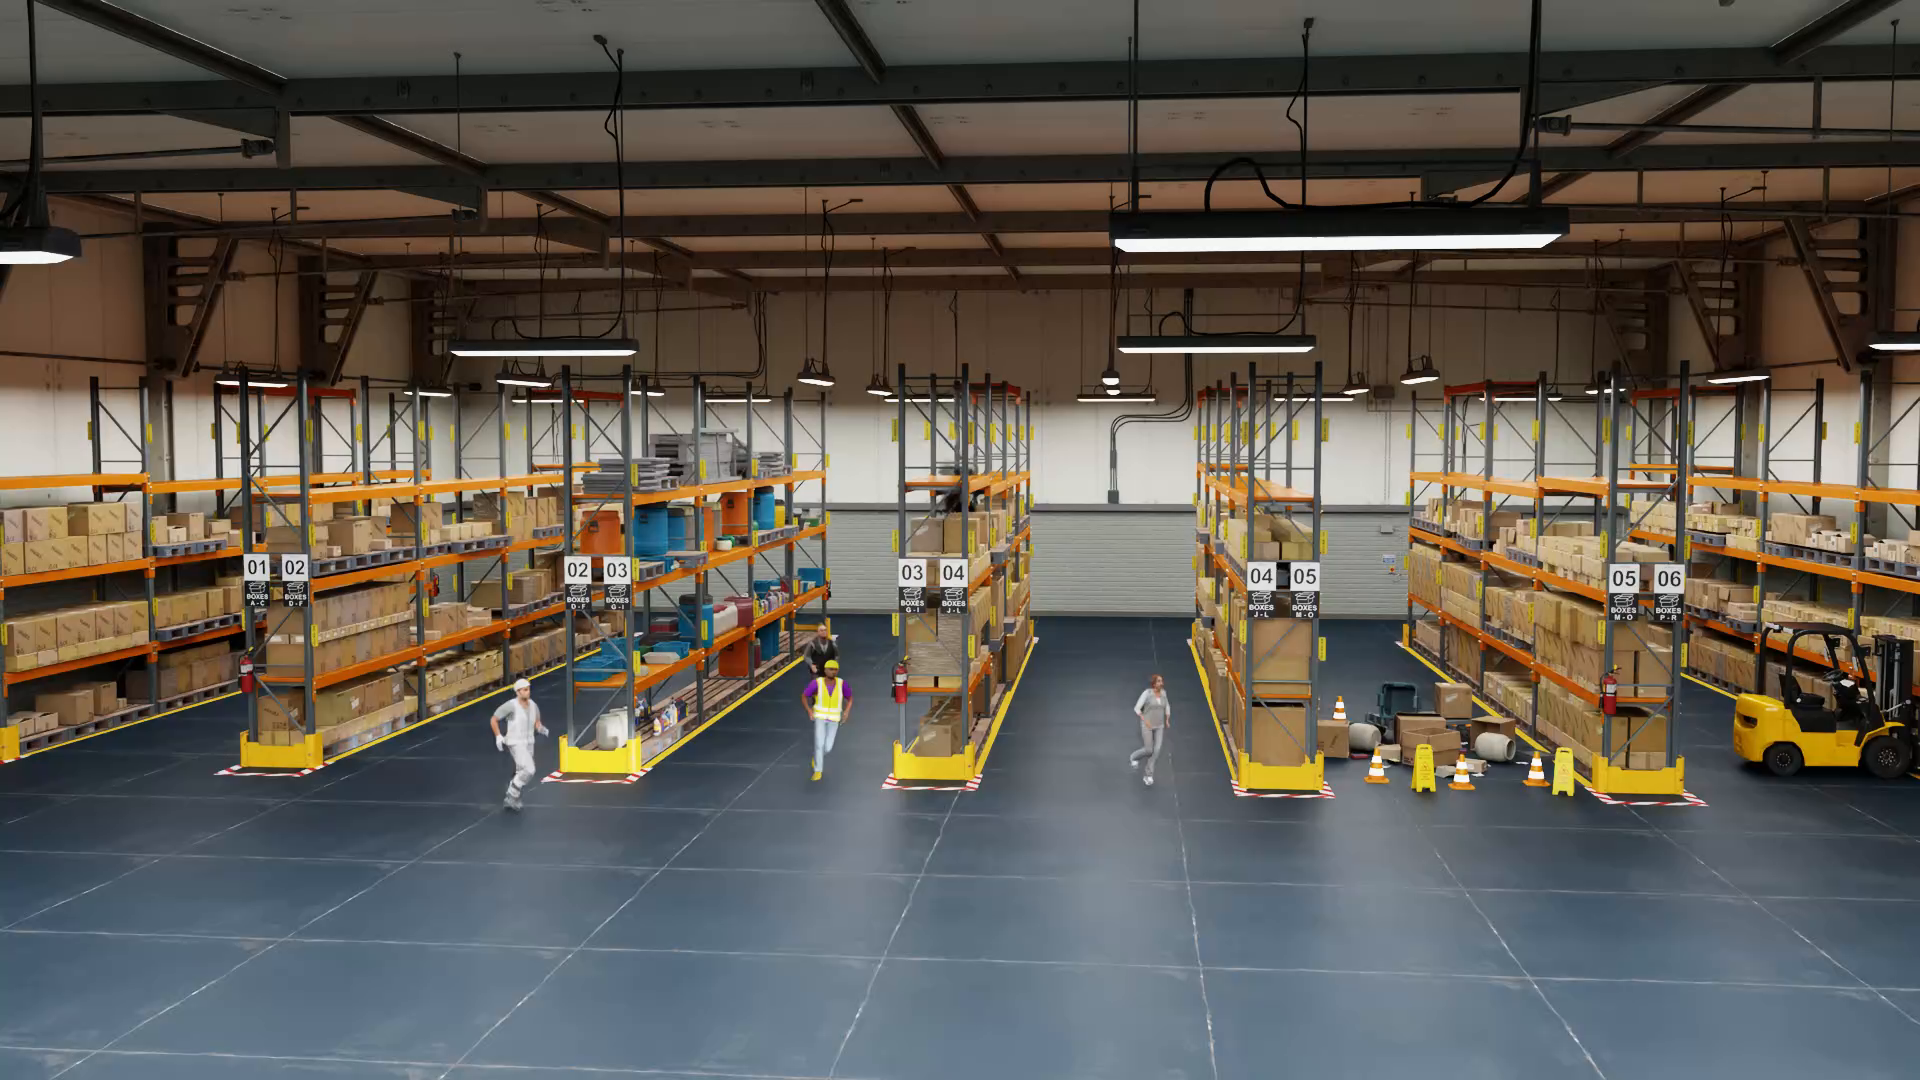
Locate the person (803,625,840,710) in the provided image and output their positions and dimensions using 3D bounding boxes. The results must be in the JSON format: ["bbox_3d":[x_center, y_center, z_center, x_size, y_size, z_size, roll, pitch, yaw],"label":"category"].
[{"bbox_3d":[-2.379,2.313,28.813,0.646,1.677,0.580,-1,4,-16],"label":"person"}]

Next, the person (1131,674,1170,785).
[{"bbox_3d":[2.771,2.707,23.970,0.576,1.580,0.599,-2,4,-25],"label":"person"}]

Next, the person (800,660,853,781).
[{"bbox_3d":[-1.940,2.597,24.292,0.776,1.717,0.711,-1,4,-14],"label":"person"}]

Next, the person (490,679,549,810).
[{"bbox_3d":[-5.766,2.701,21.926,0.739,1.738,0.654,2,4,30],"label":"person"}]
